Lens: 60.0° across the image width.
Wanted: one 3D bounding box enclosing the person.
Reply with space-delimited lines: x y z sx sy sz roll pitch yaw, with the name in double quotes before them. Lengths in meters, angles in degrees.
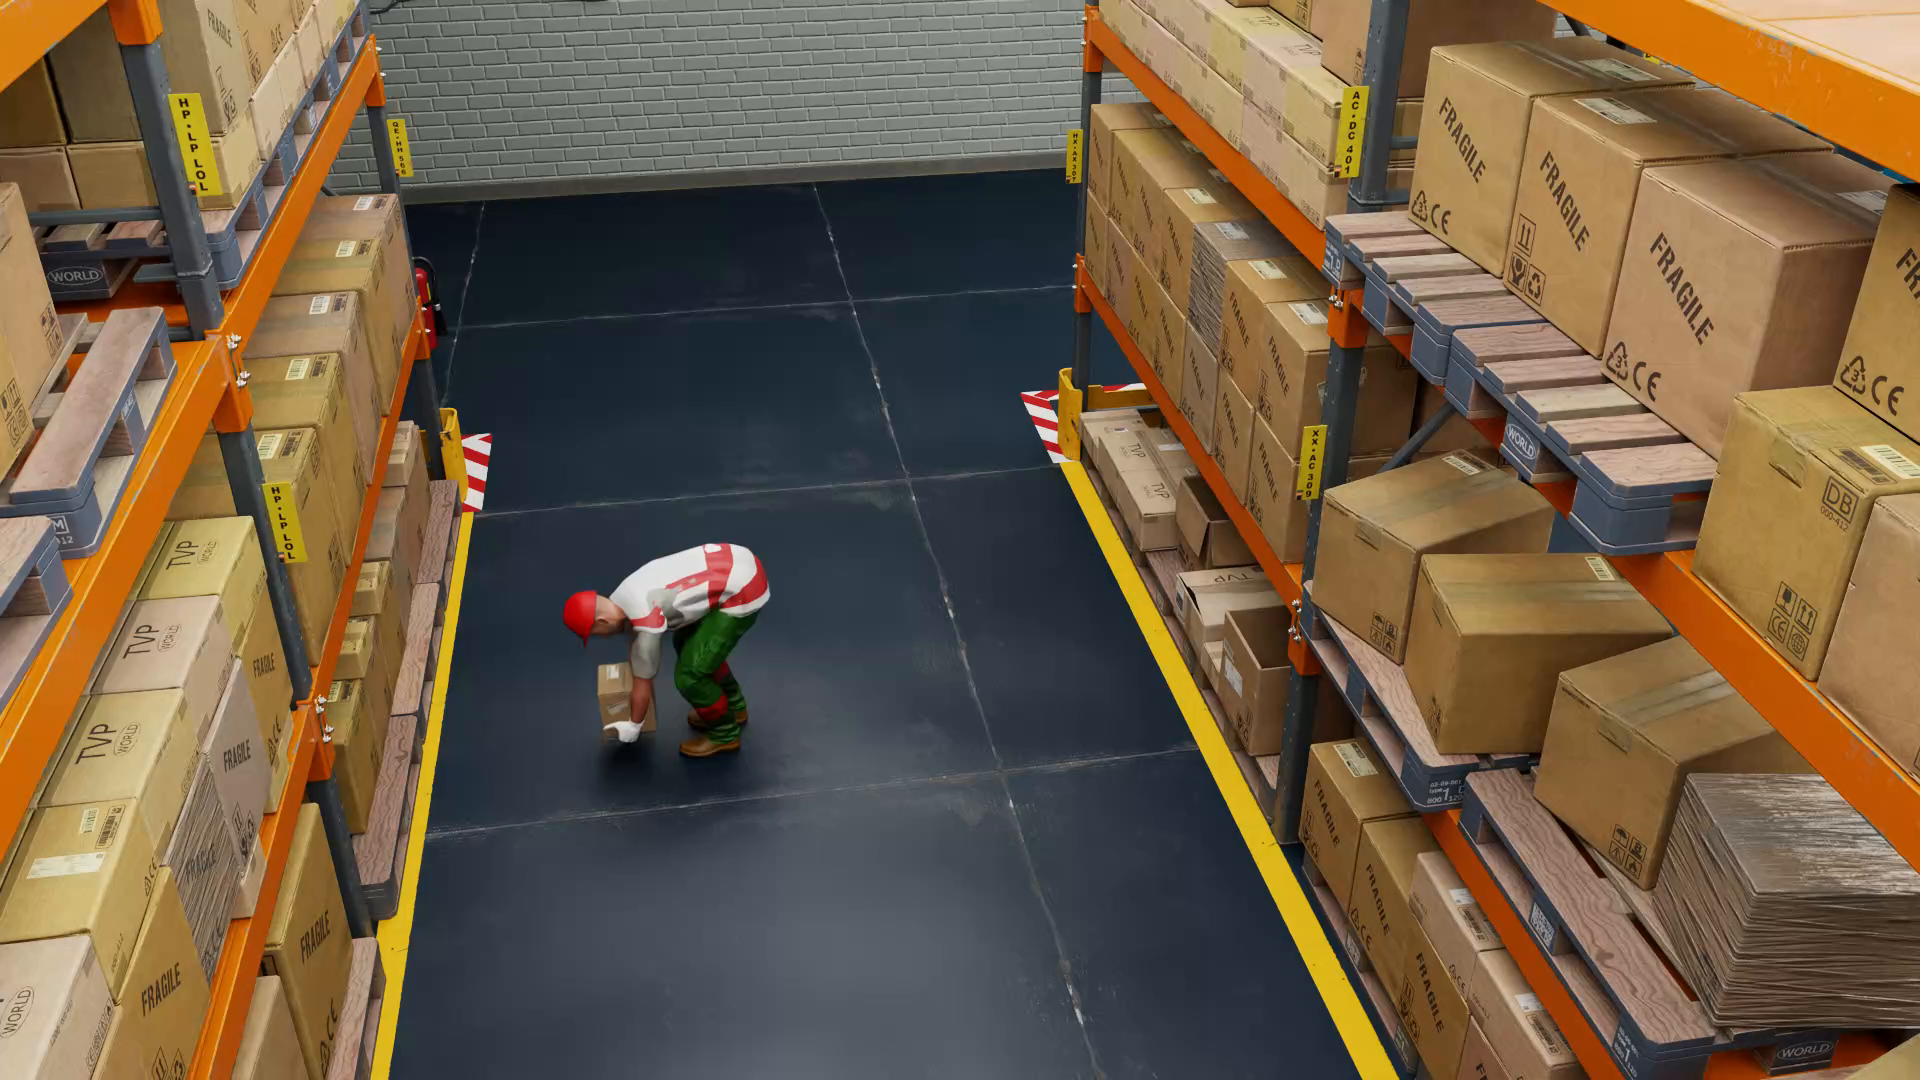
"person" -1.372 0.535 7.930 0.959 1.049 0.509 -7 31 -11
